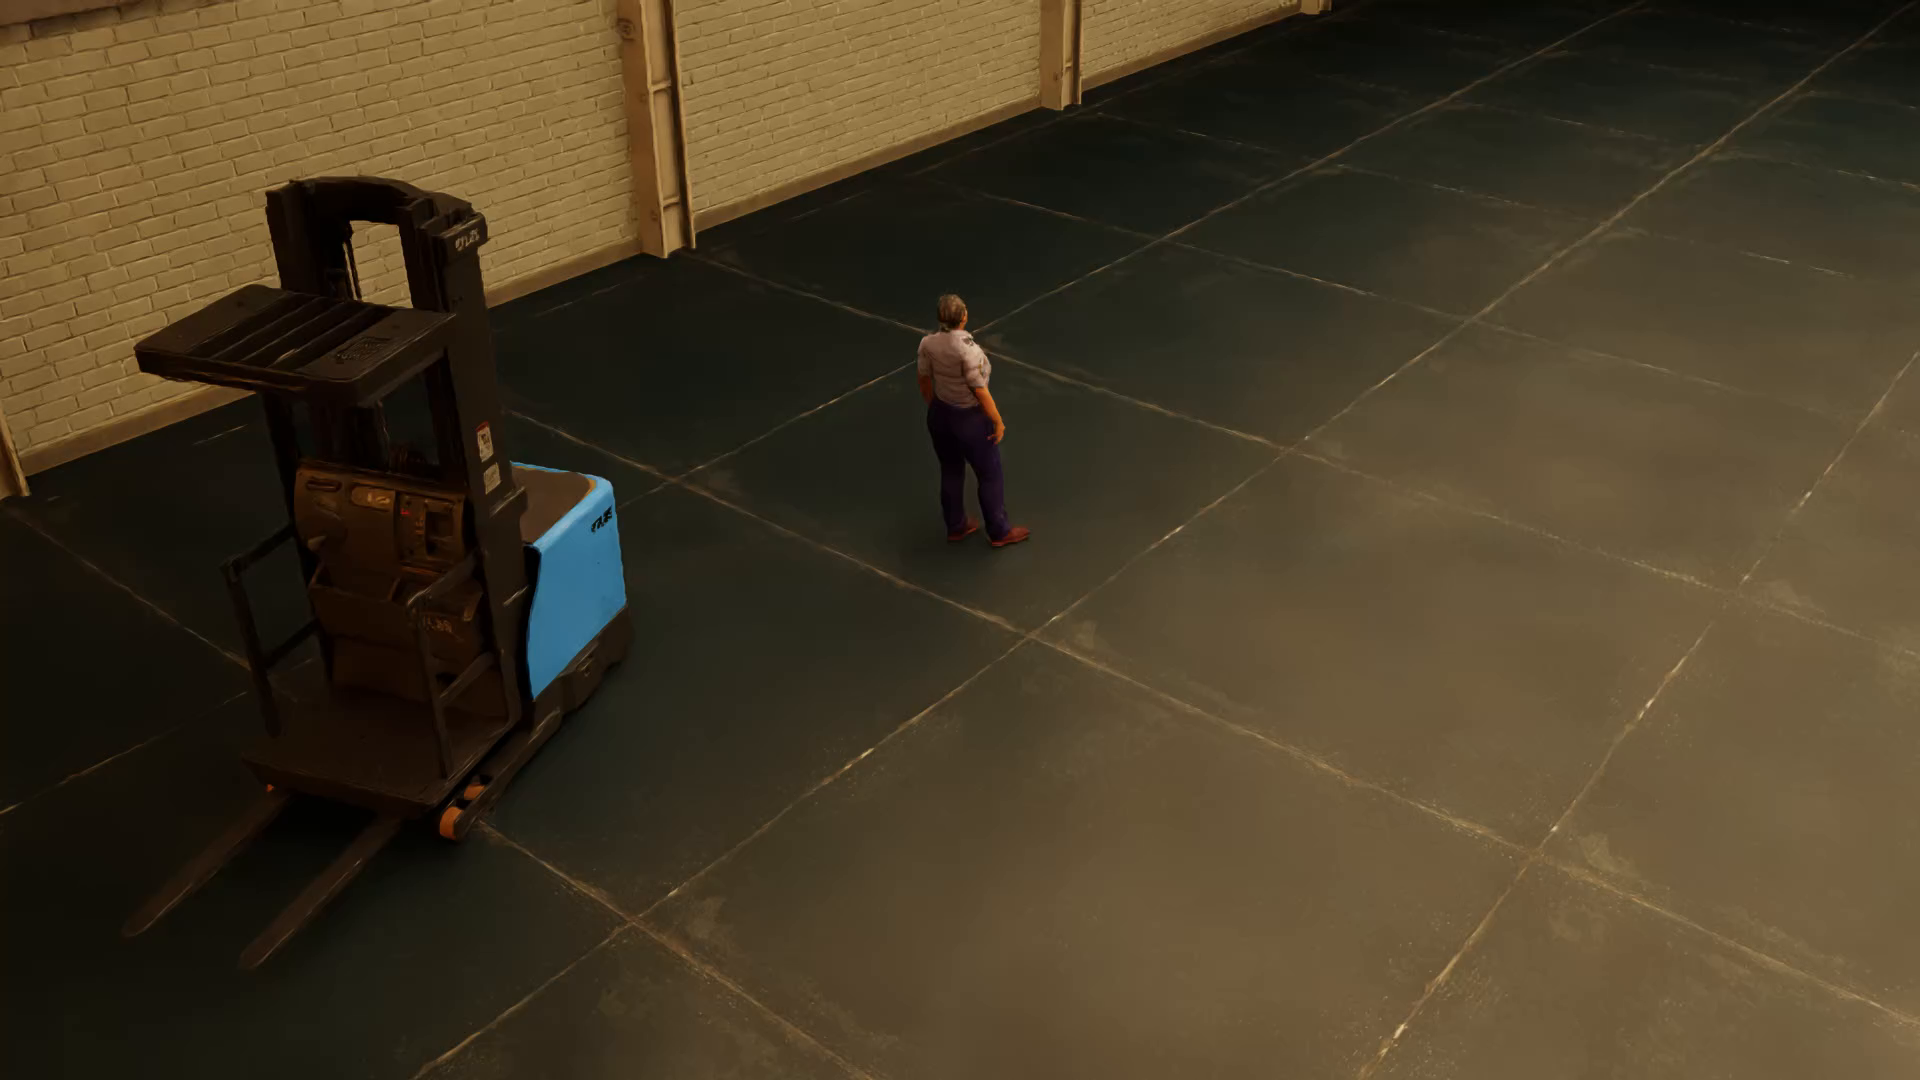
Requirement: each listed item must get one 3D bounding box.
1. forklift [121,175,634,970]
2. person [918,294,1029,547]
[{"bbox_3d":[-2.808,-0.048,7.677,1.130,2.935,3.031,10,32,16],"label":"forklift"},{"bbox_3d":[0.074,-0.745,10.129,0.599,1.650,0.502,22,37,33],"label":"person"}]
